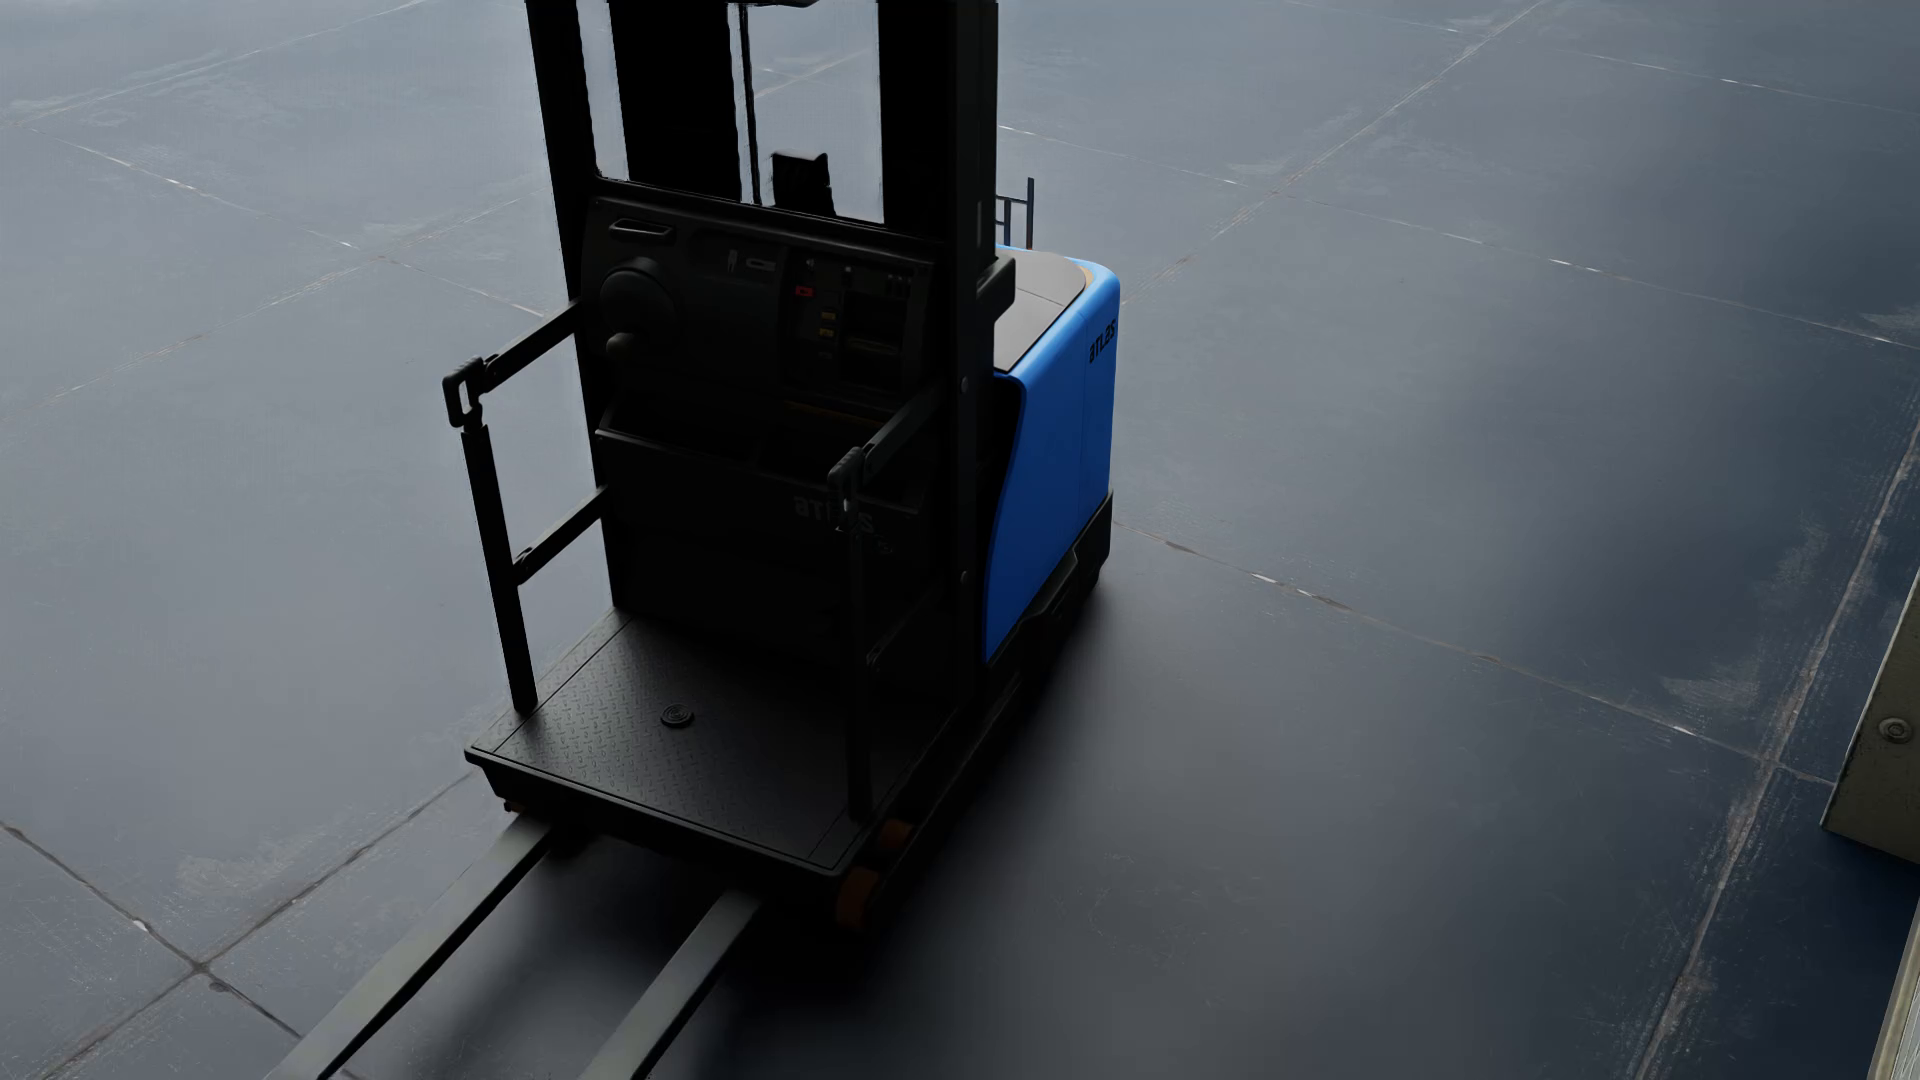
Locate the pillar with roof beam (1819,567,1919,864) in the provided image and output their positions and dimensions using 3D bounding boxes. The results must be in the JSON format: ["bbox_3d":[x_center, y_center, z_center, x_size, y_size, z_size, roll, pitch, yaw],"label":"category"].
[{"bbox_3d":[-0.971,-4.370,4.079,9.100,9.000,0.400,21,39,28],"label":"pillar with roof beam"}]

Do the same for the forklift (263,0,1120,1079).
[{"bbox_3d":[-0.580,-0.502,3.776,1.130,2.935,3.031,14,37,20],"label":"forklift"}]

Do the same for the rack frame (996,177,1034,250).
[{"bbox_3d":[0.121,-0.655,5.548,0.240,1.200,0.006,14,37,20],"label":"rack frame"}]

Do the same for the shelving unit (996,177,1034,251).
[{"bbox_3d":[0.083,-0.608,5.479,0.258,1.200,0.189,14,37,20],"label":"shelving unit"}]

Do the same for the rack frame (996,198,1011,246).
[{"bbox_3d":[0.045,-0.562,5.410,0.240,1.200,0.006,14,37,20],"label":"rack frame"}]

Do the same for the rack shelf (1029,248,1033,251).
[{"bbox_3d":[0.083,-0.870,5.302,0.258,0.103,0.180,14,37,20],"label":"rack shelf"}]
